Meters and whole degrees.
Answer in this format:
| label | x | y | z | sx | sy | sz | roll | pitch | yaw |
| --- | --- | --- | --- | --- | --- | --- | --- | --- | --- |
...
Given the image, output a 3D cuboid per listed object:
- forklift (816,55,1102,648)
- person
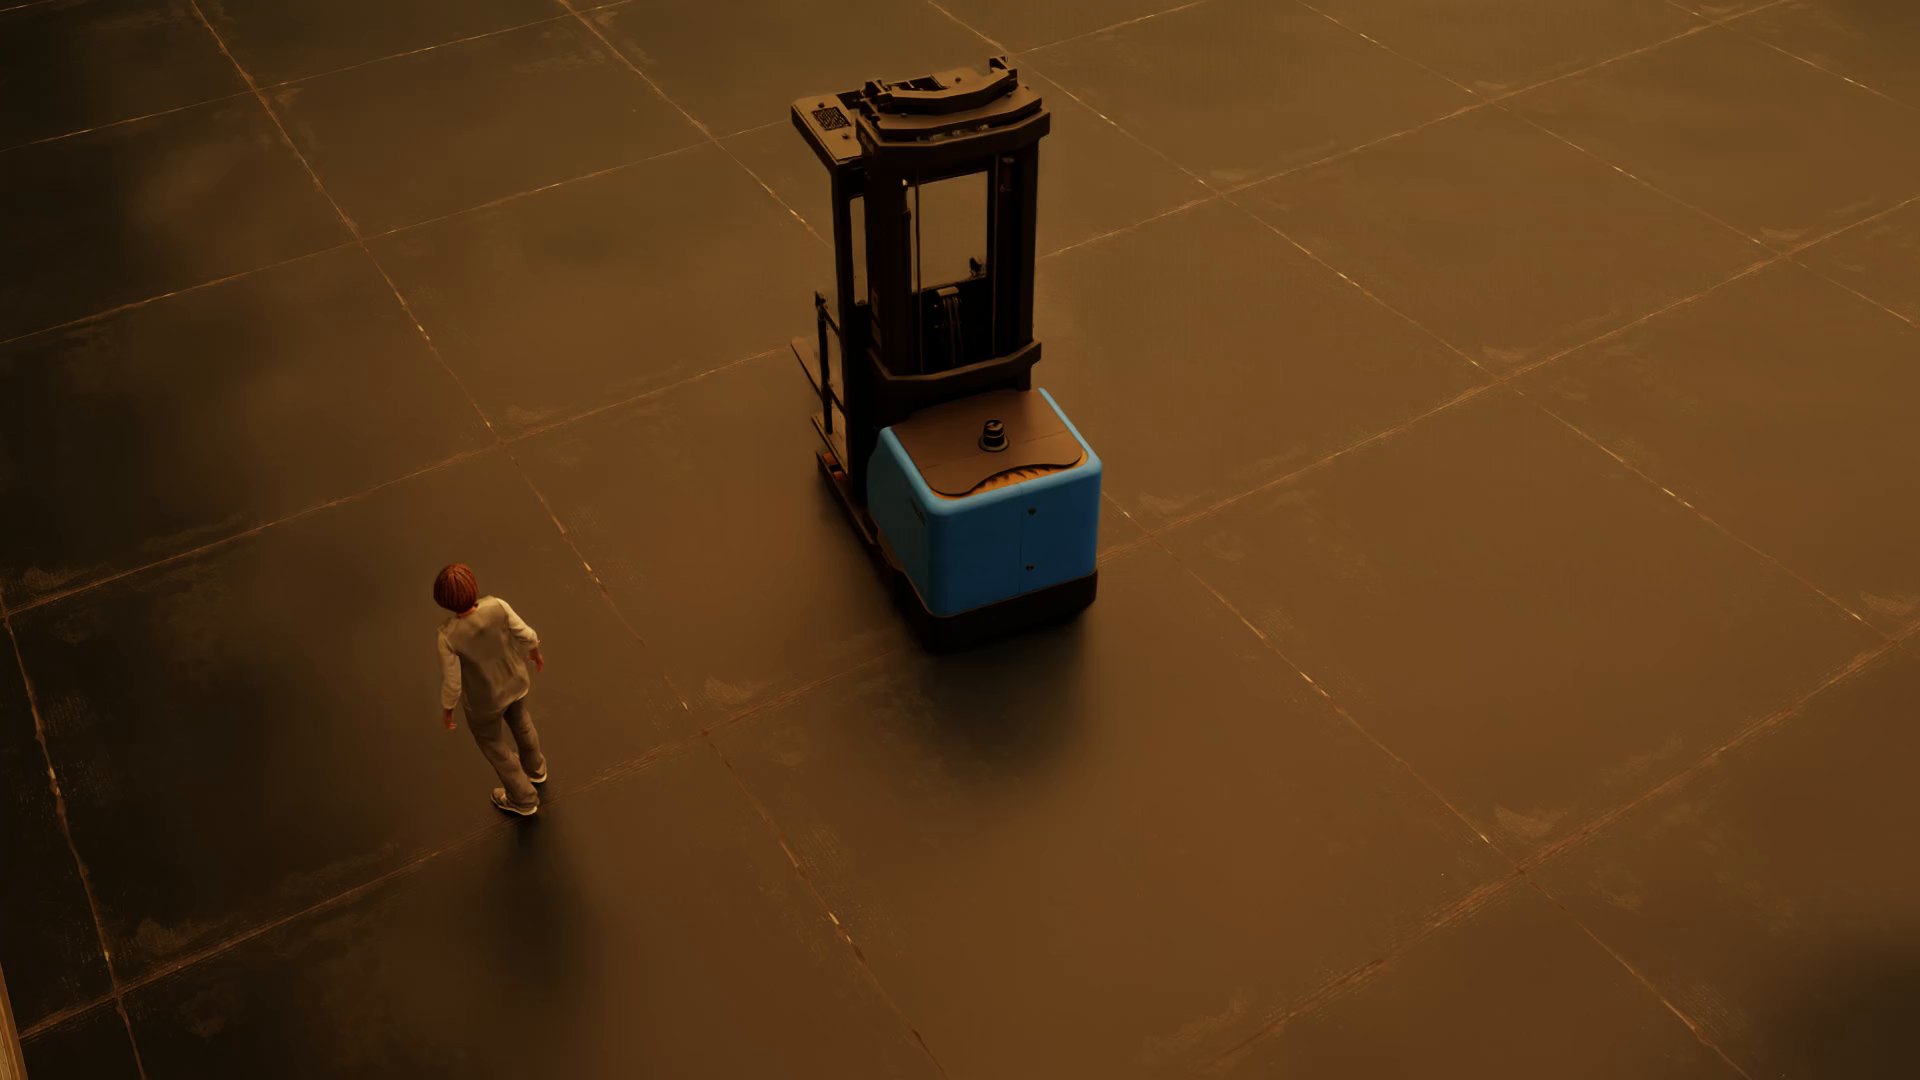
| label | x | y | z | sx | sy | sz | roll | pitch | yaw |
| --- | --- | --- | --- | --- | --- | --- | --- | --- | --- |
| forklift | -0.256 | -1.474 | 9.558 | 1.130 | 2.935 | 3.031 | -16 | 44 | -17 |
| person | -2.310 | 0.803 | 8.153 | 0.394 | 1.355 | 0.536 | 28 | 48 | 28 |
